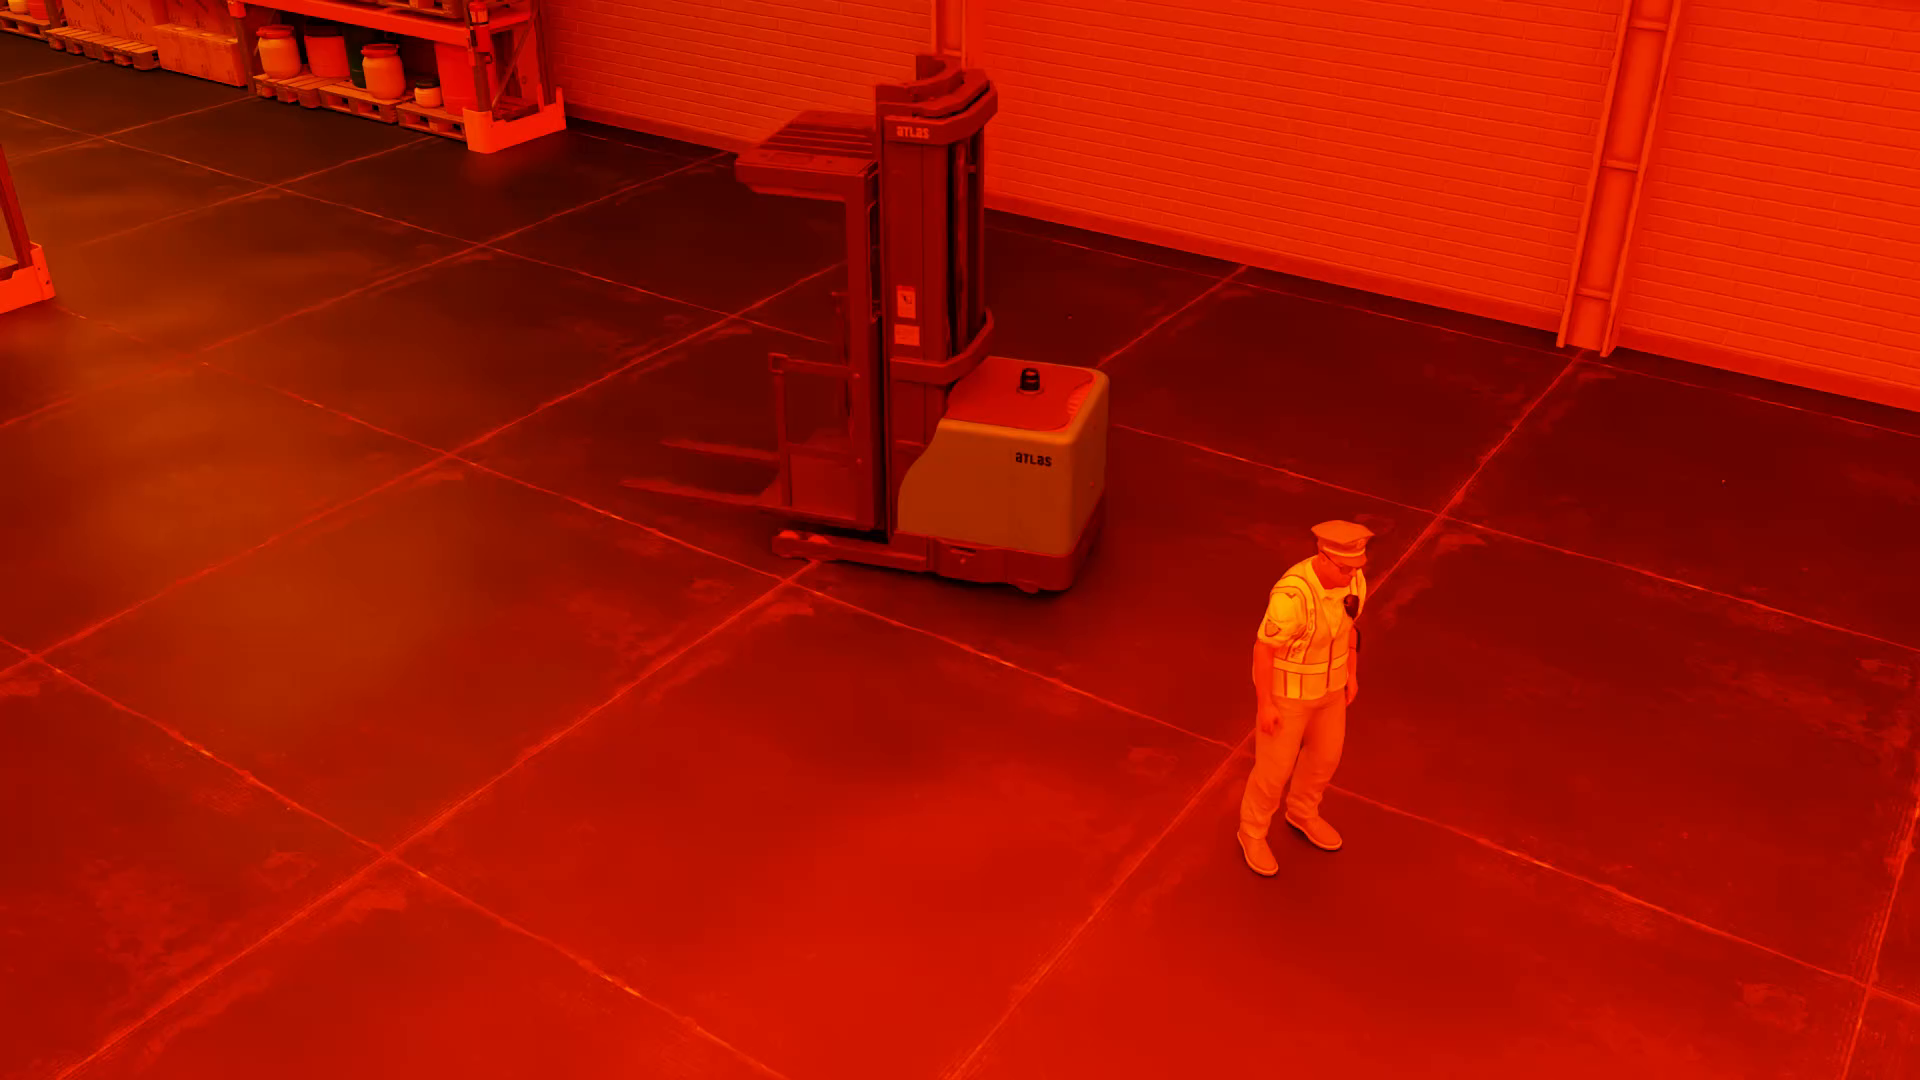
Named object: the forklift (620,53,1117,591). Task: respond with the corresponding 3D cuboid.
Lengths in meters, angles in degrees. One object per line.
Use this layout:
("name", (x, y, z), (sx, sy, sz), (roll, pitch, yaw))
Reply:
("forklift", (-0.596, -1.330, 9.871), (3.031, 2.935, 1.130), (6, 31, 10))

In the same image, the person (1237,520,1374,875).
("person", (1.573, 0.671, 7.604), (0.606, 1.747, 0.442), (-17, 34, -26))
